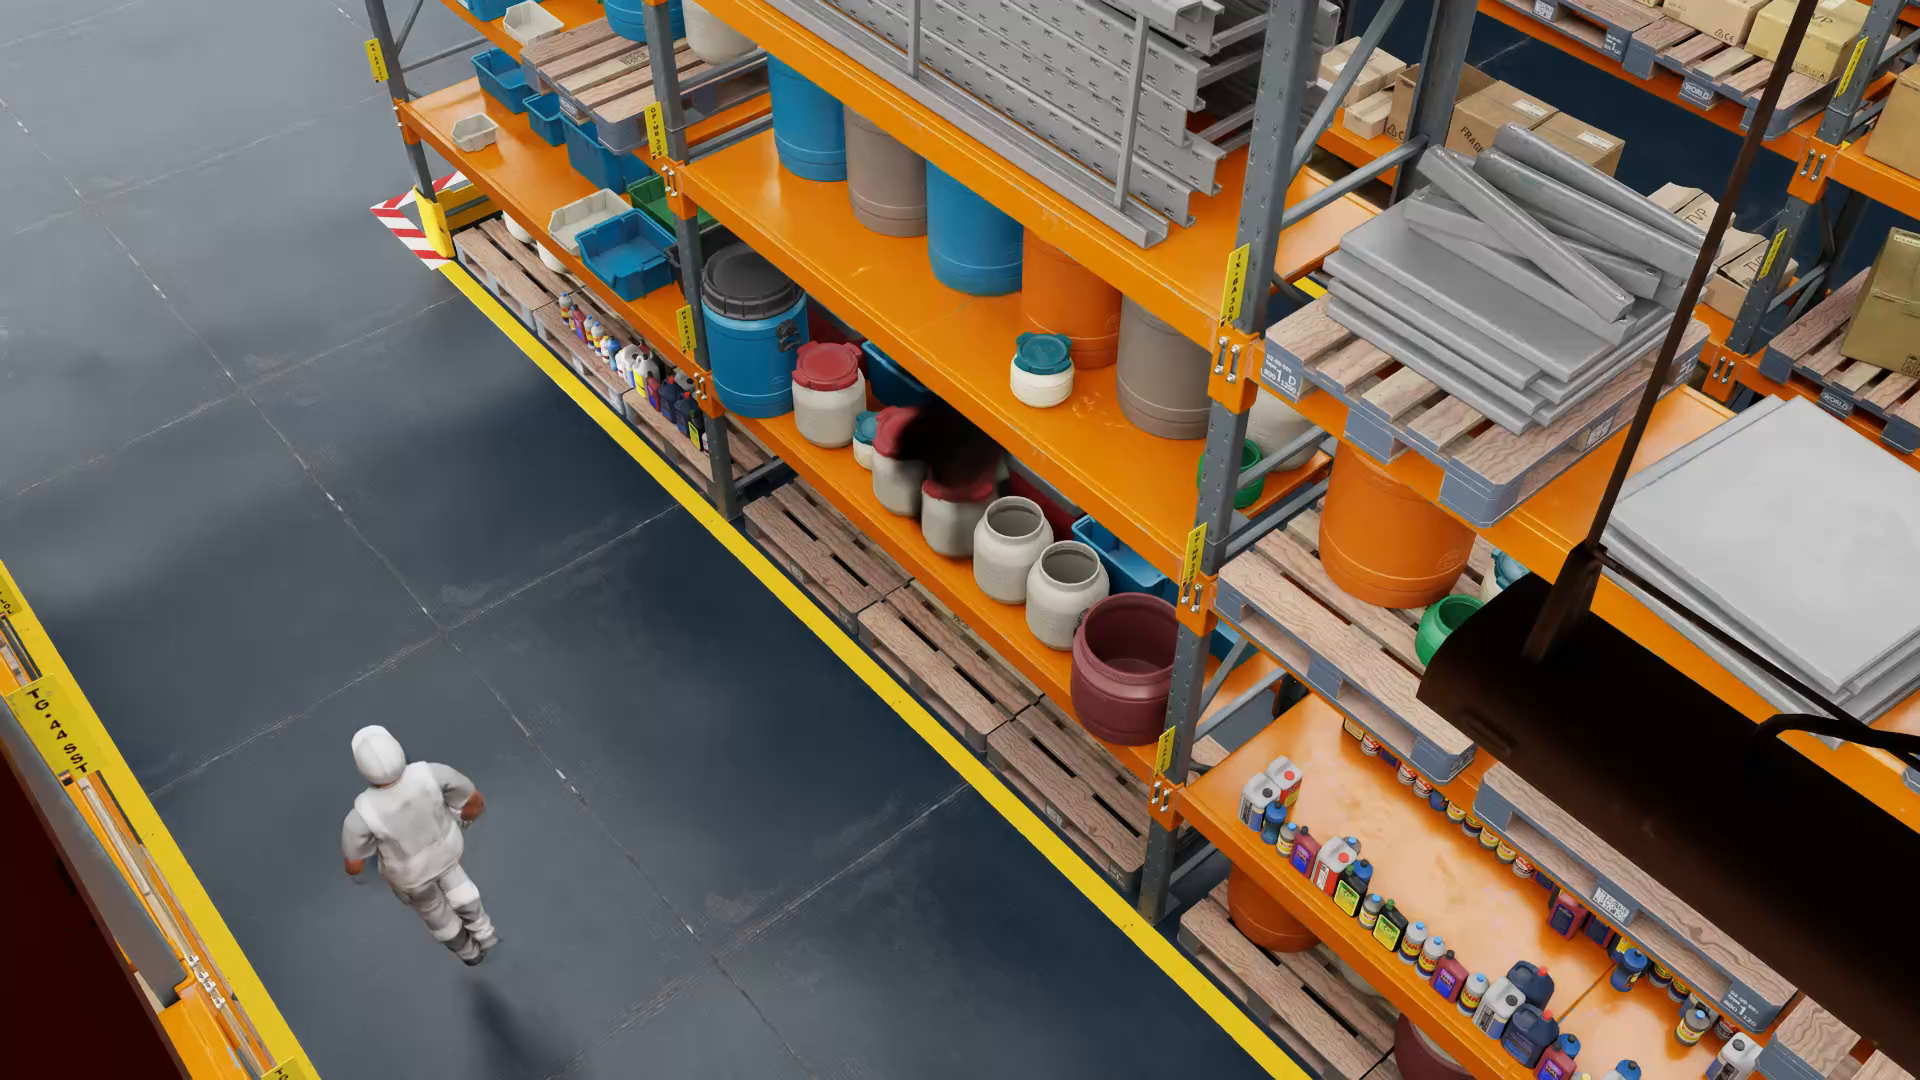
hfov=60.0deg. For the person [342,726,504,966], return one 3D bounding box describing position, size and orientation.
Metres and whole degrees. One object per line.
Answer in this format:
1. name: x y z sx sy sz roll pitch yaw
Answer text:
1. person: -2.591 1.496 7.954 0.673 1.763 0.548 -34 55 -28
